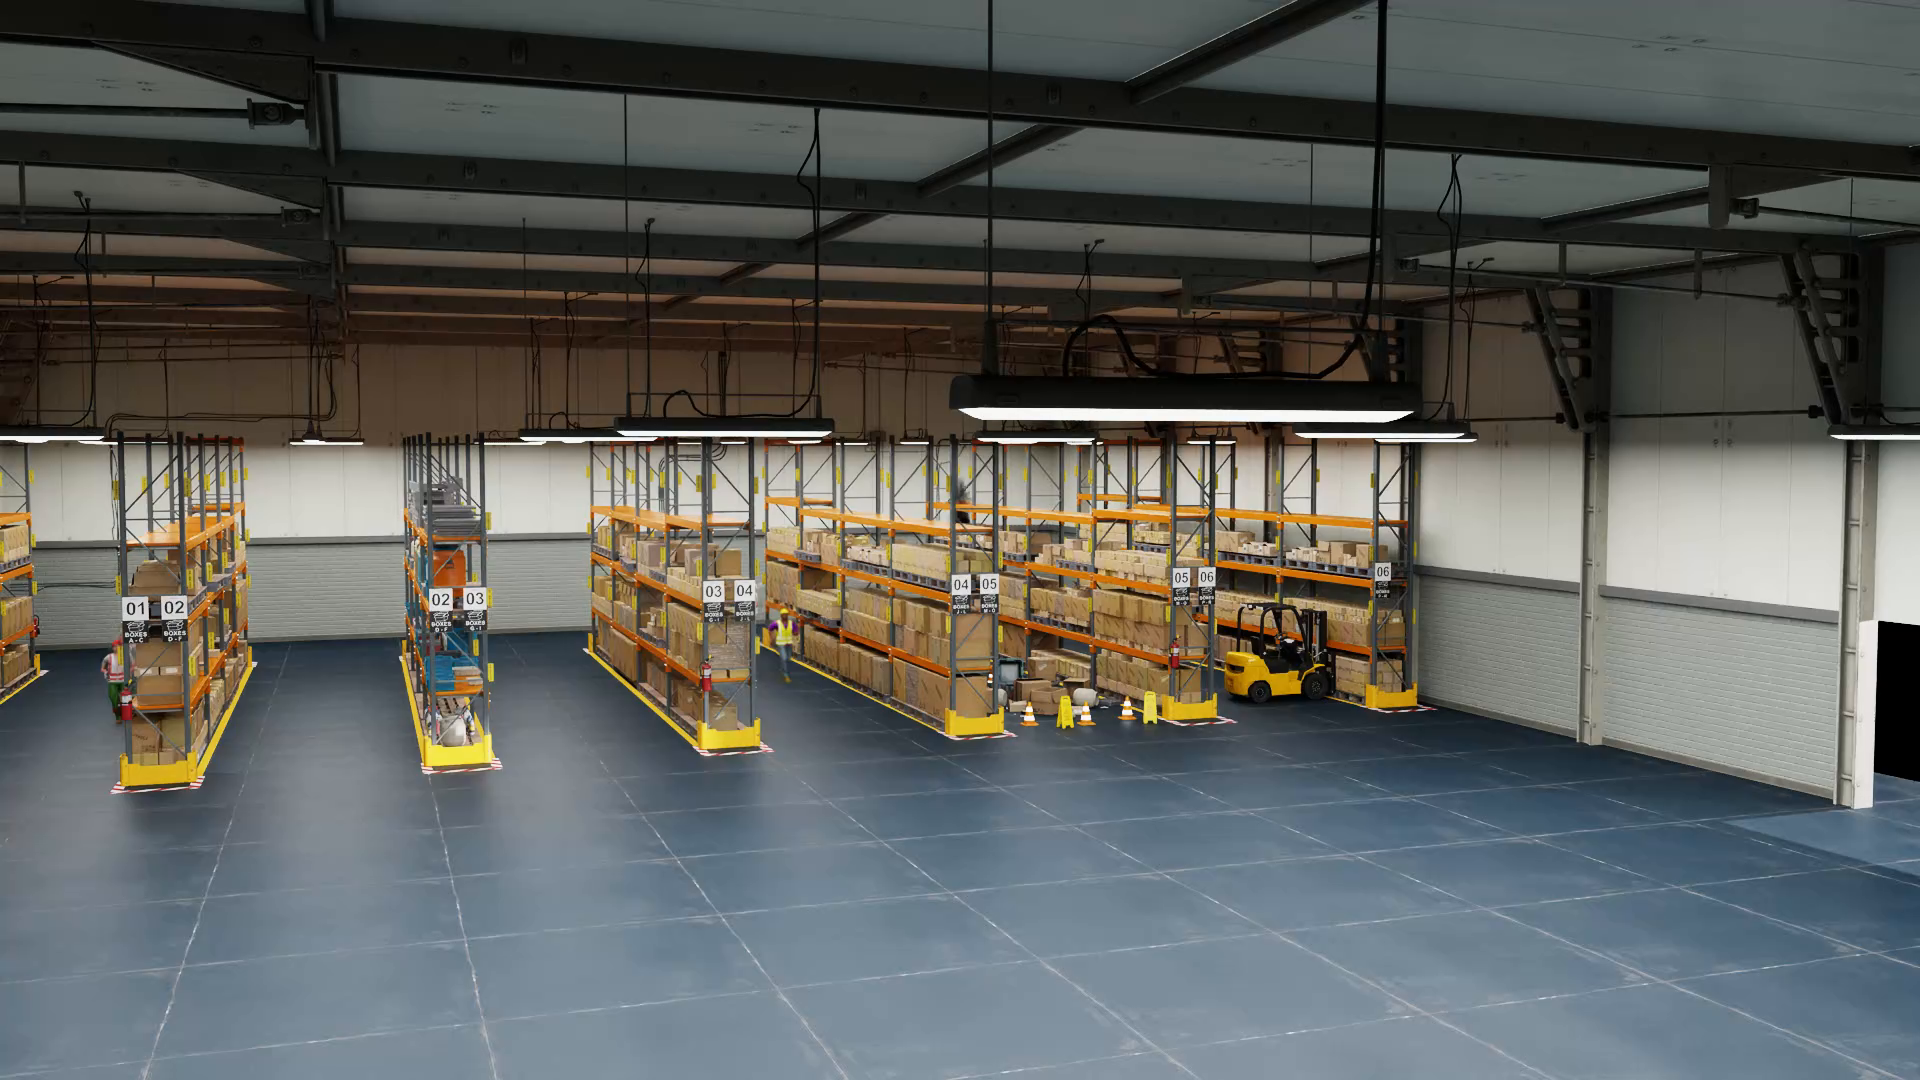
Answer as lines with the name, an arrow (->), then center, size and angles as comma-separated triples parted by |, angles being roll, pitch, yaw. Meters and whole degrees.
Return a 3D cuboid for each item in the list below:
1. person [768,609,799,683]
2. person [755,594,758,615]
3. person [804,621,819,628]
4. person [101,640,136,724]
person -> -4.287, 2.557, 40.679 | 0.700, 1.754, 0.989 | -2, 4, -27
person -> -6.296, 2.142, 49.207 | 0.511, 1.691, 0.888 | -2, 4, -37
person -> -4.583, 2.032, 50.035 | 1.050, 1.768, 0.707 | -1, 3, -25
person -> -17.408, 2.941, 34.399 | 0.649, 1.740, 0.604 | -1, 3, -23
